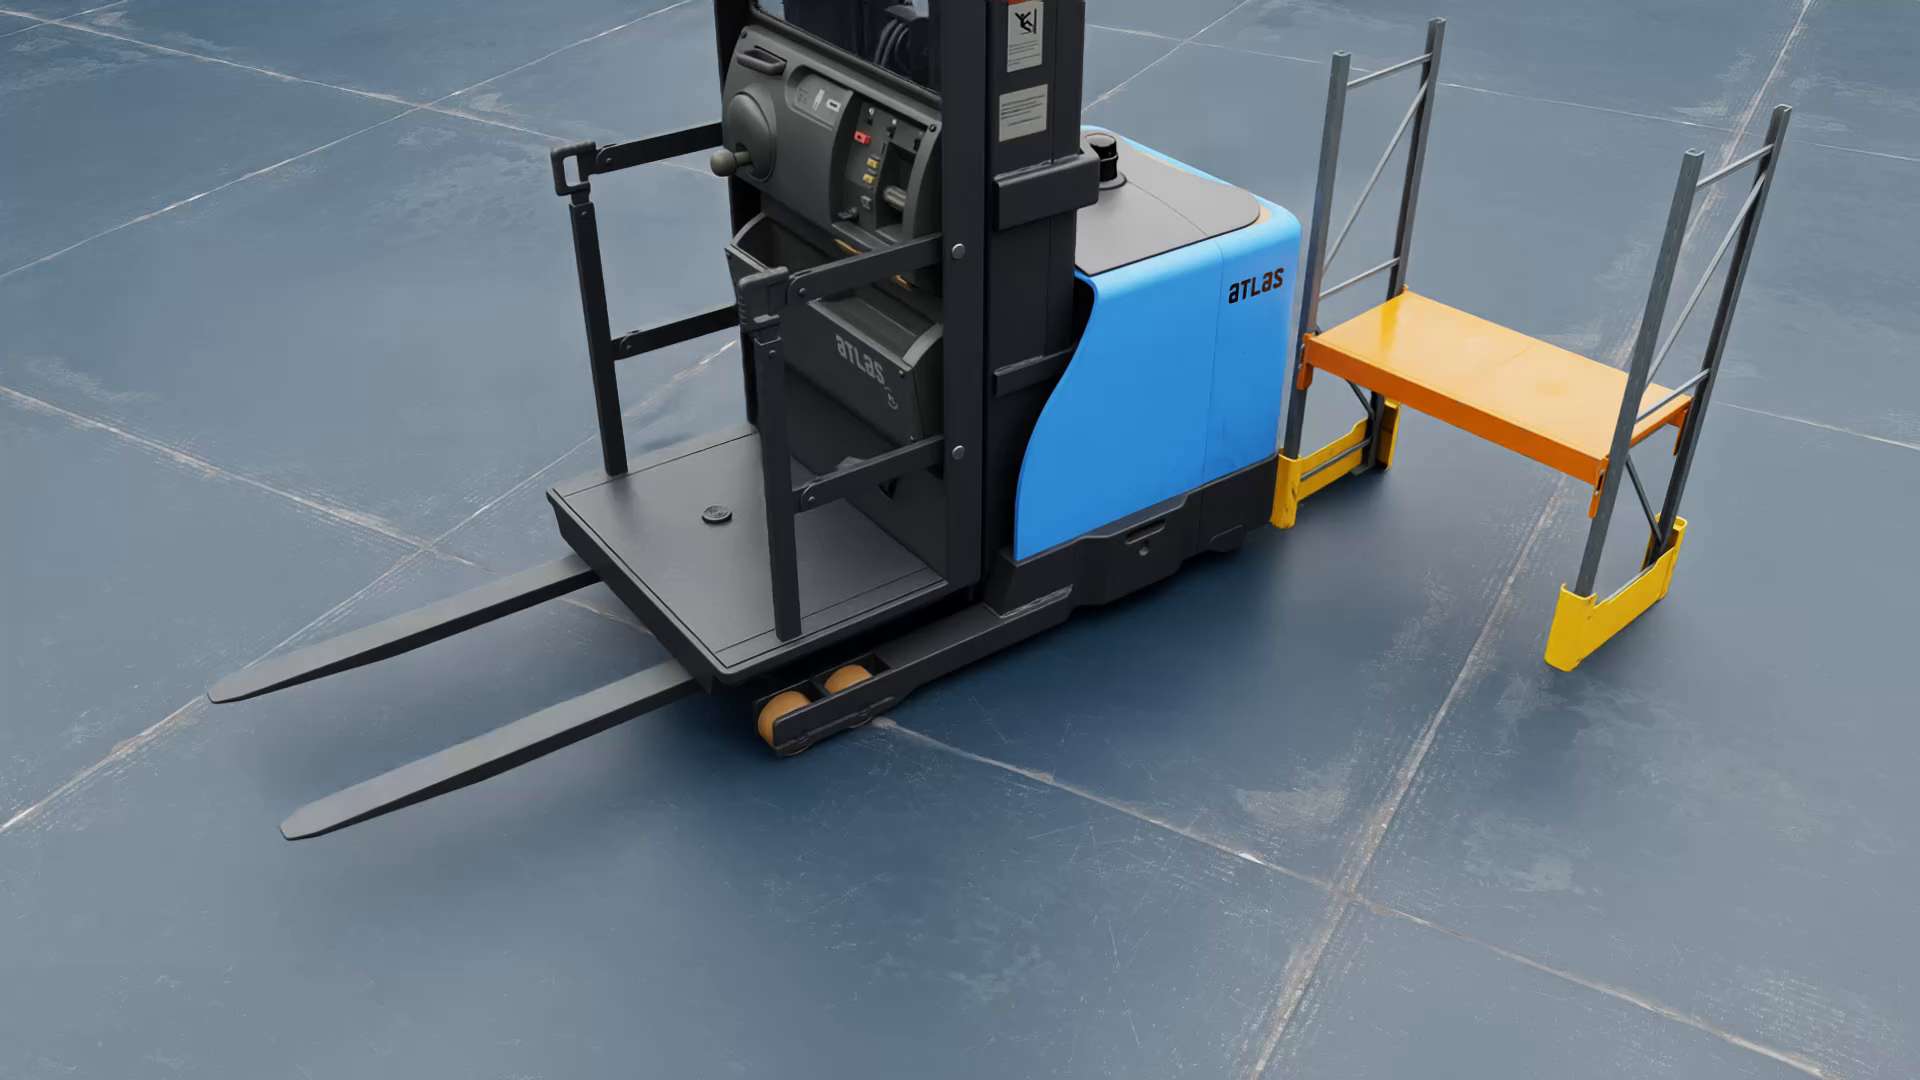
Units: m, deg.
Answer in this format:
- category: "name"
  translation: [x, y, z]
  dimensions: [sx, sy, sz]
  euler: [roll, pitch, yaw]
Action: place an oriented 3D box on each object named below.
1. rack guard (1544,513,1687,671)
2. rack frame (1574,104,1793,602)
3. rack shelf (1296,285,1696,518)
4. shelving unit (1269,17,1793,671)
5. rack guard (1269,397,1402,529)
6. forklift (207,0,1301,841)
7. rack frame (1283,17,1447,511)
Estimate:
- category: "rack guard"
  translation: [1.899, 0.144, 4.809]
  dimensions: [0.587, 0.250, 0.087]
  euler: [-27, 42, -34]
- category: "rack frame"
  translation: [1.899, -0.376, 4.461]
  dimensions: [0.500, 1.500, 0.032]
  euler: [-27, 42, -34]
- category: "rack shelf"
  translation: [1.556, -0.434, 4.873]
  dimensions: [0.538, 0.185, 1.000]
  euler: [-27, 42, -34]
- category: "shelving unit"
  translation: [1.562, -0.580, 4.767]
  dimensions: [0.587, 1.500, 1.083]
  euler: [-27, 42, -34]
- category: "rack guard"
  translation: [1.225, -0.263, 5.419]
  dimensions: [0.587, 0.250, 0.087]
  euler: [-27, 42, -34]
- category: "forklift"
  translation: [-0.509, -0.985, 4.085]
  dimensions: [3.031, 2.935, 1.130]
  euler: [-22, 39, -29]
- category: "rack frame"
  translation: [1.212, -0.791, 5.085]
  dimensions: [0.500, 1.500, 0.032]
  euler: [-27, 42, -34]
